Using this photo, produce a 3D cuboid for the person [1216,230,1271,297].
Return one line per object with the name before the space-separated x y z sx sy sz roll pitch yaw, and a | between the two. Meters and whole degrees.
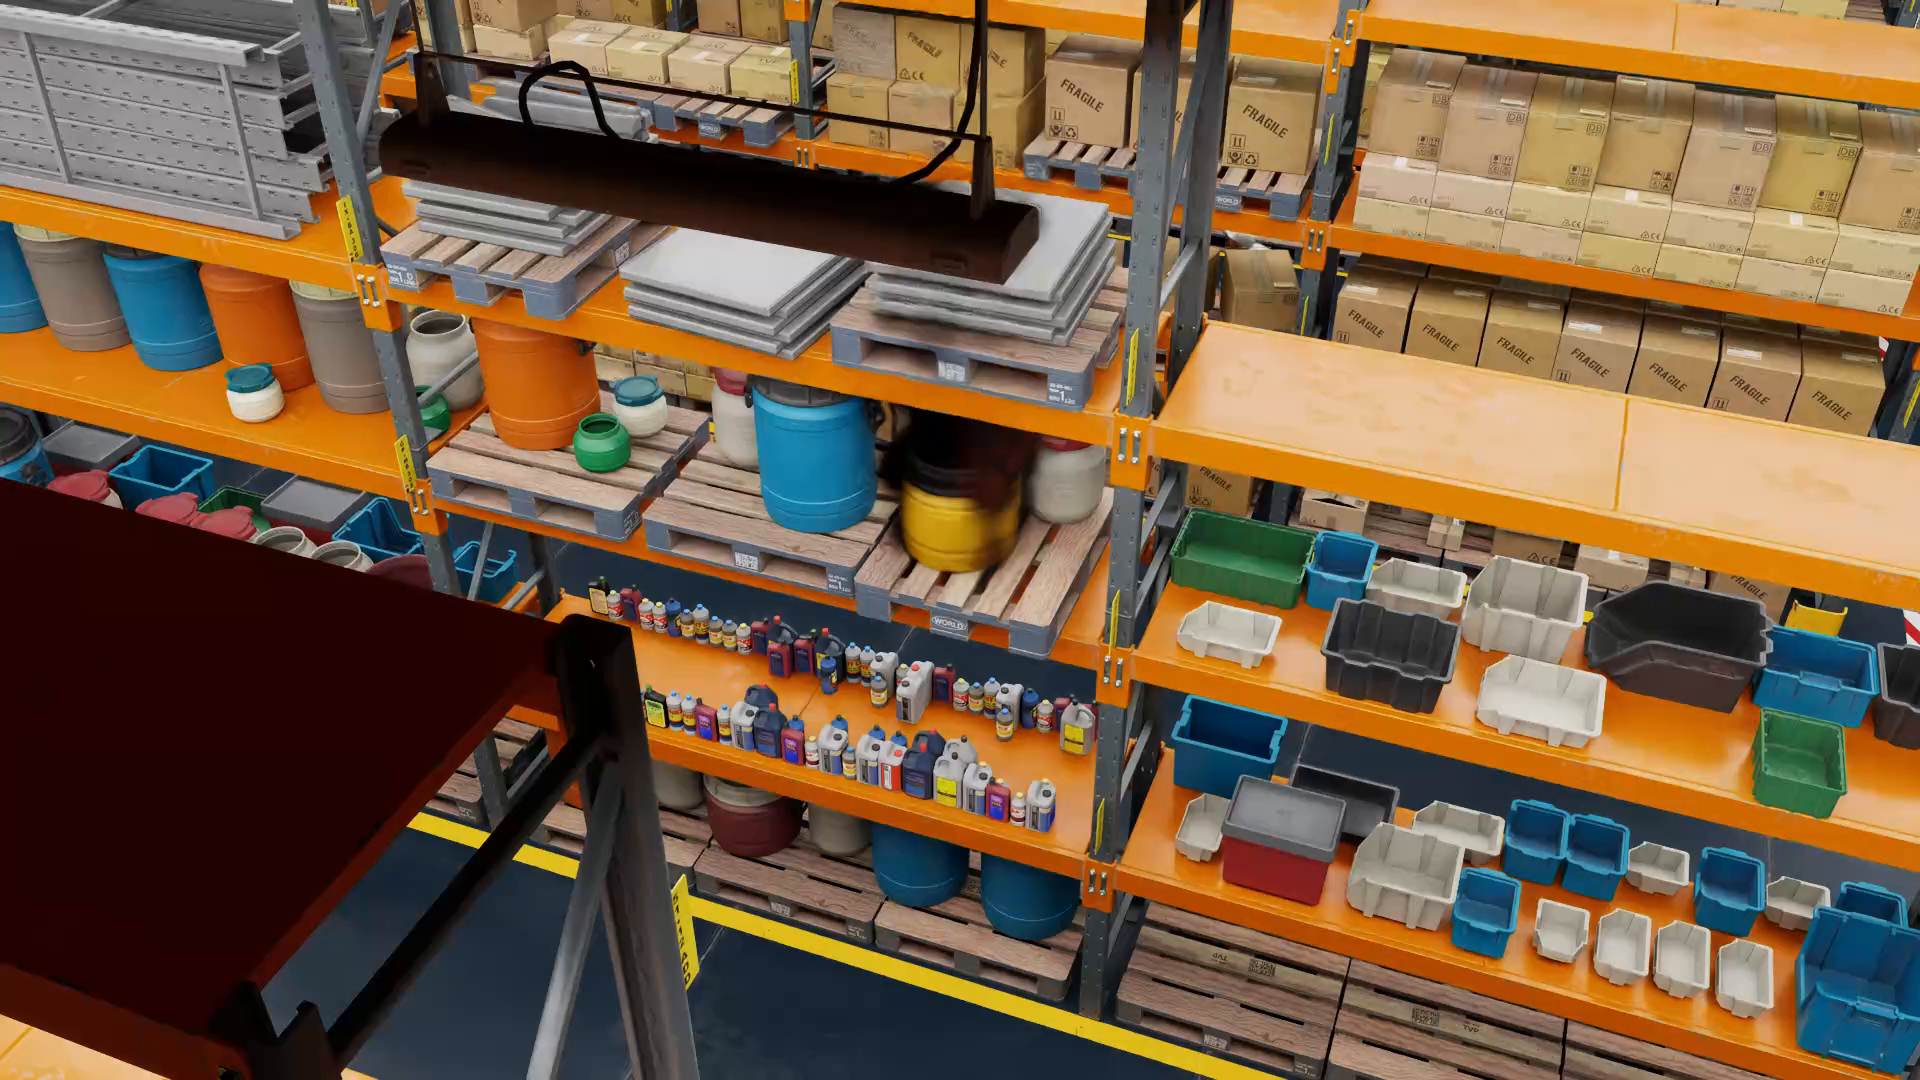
person | 2.462 -1.972 14.571 0.766 1.744 0.662 13 38 16
